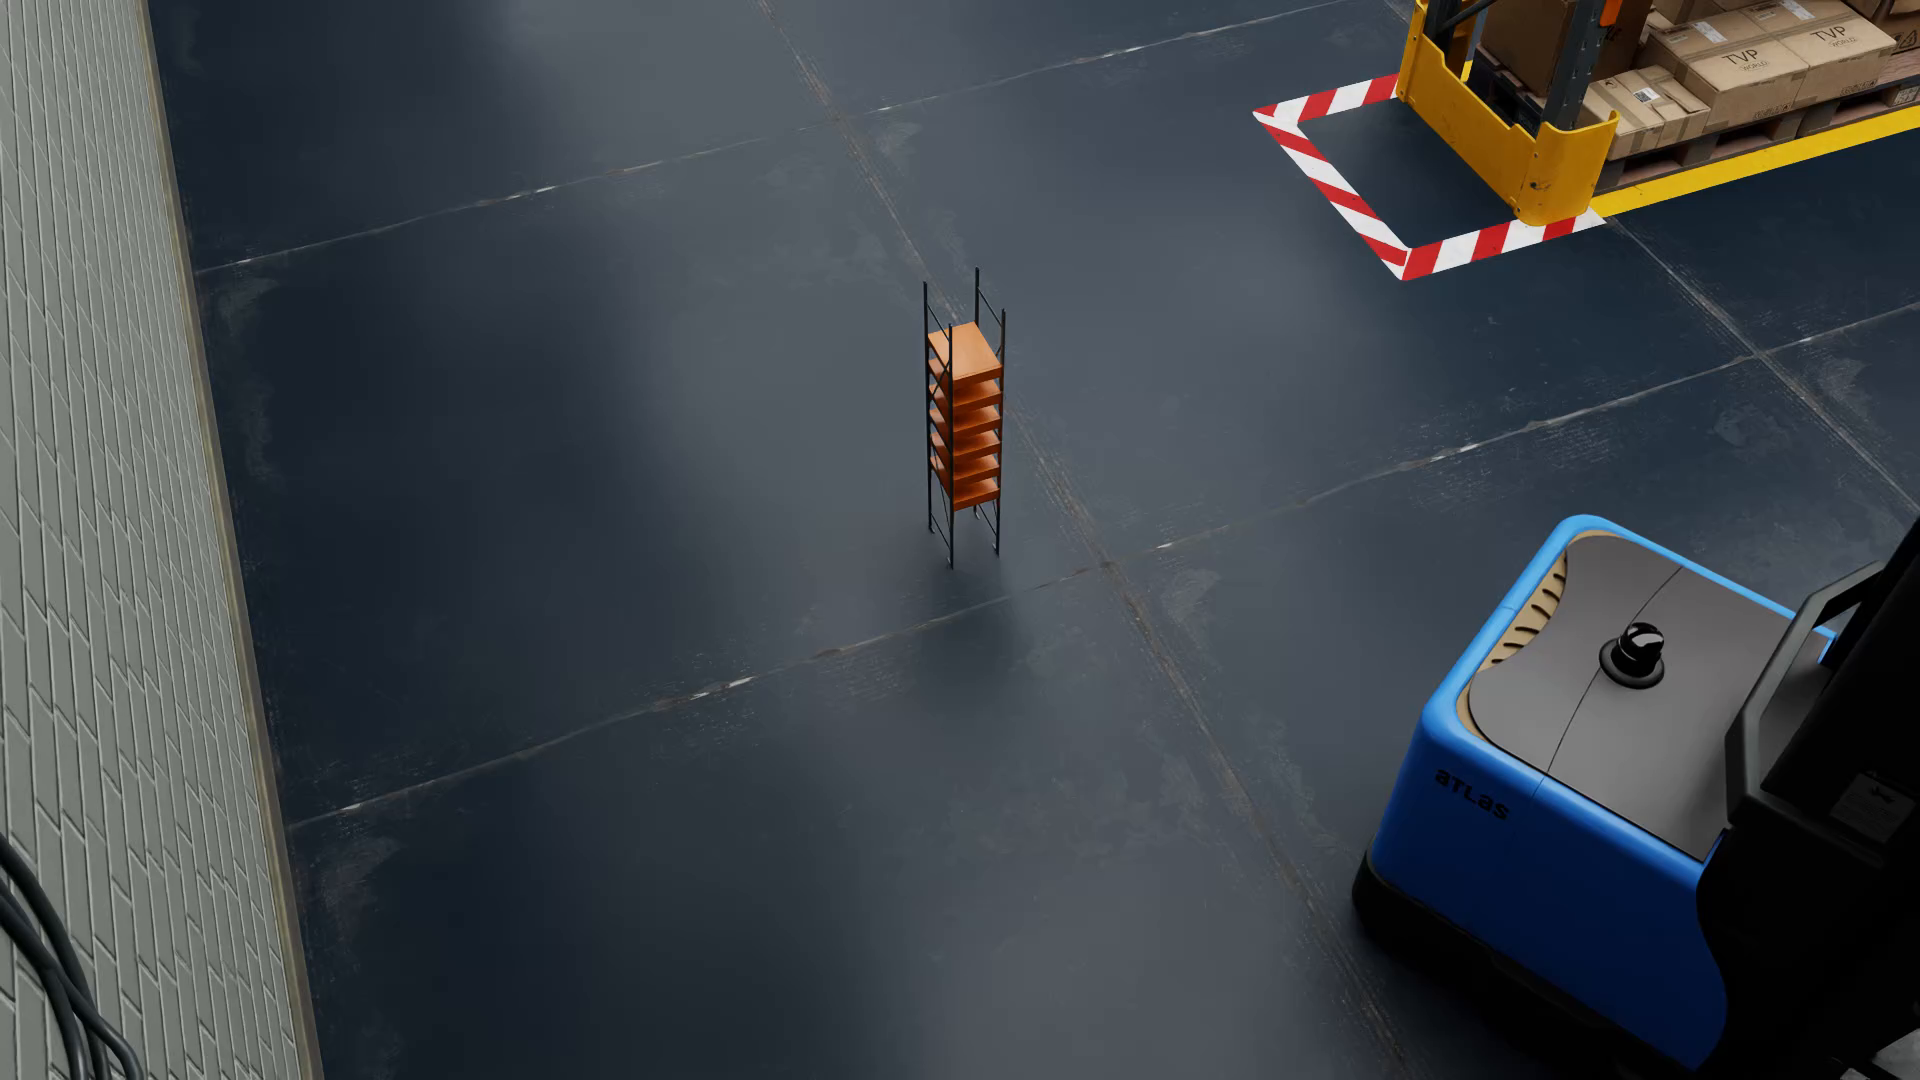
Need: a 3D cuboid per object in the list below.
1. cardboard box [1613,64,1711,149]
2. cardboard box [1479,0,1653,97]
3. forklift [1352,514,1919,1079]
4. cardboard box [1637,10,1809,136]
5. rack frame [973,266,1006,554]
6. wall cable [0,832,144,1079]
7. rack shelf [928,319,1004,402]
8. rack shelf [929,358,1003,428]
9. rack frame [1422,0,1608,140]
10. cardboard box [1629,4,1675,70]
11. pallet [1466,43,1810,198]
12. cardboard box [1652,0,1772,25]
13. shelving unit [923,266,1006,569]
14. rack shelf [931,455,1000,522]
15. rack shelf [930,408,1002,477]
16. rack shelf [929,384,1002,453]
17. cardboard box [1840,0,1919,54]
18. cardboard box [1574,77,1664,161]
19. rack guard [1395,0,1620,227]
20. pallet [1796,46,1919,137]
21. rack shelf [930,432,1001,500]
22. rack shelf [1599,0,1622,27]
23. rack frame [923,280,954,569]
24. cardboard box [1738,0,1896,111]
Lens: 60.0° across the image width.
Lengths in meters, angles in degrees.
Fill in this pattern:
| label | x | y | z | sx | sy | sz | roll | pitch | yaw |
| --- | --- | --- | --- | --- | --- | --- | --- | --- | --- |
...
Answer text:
| label | x | y | z | sx | sy | sz | roll | pitch | yaw |
| --- | --- | --- | --- | --- | --- | --- | --- | --- | --- |
| cardboard box | 3.165 | -1.976 | 7.547 | 0.250 | 0.166 | 0.380 | -17 | 52 | -14 |
| cardboard box | 2.827 | -2.463 | 7.745 | 0.500 | 0.500 | 0.500 | -17 | 52 | -14 |
| forklift | 2.696 | 0.624 | 3.782 | 3.031 | 2.935 | 1.130 | 31 | 56 | 24 |
| cardboard box | 3.490 | -2.152 | 7.644 | 0.500 | 0.250 | 0.500 | -17 | 52 | -14 |
| rack frame | 0.098 | -0.421 | 5.821 | 0.006 | 1.200 | 0.240 | -17 | 52 | -14 |
| wall cable | -1.078 | 1.102 | 1.419 | 0.112 | 2.526 | 3.097 | -17 | 52 | -14 |
| rack shelf | 0.013 | -0.601 | 5.559 | 0.180 | 0.103 | 0.258 | -17 | 52 | -14 |
| rack shelf | 0.013 | -0.522 | 5.650 | 0.180 | 0.103 | 0.258 | -17 | 52 | -14 |
| rack frame | 2.416 | -2.805 | 6.681 | 0.127 | 3.000 | 1.000 | -17 | 52 | -14 |
| cardboard box | 3.236 | -2.407 | 7.917 | 0.250 | 0.166 | 0.380 | -17 | 52 | -14 |
| pallet | 3.224 | -2.147 | 7.955 | 1.213 | 0.211 | 1.003 | -17 | 52 | -14 |
| cardboard box | 3.717 | -2.633 | 8.056 | 0.500 | 0.250 | 0.500 | -17 | 52 | -14 |
| shelving unit | 0.013 | -0.395 | 5.798 | 0.189 | 1.200 | 0.258 | -17 | 52 | -14 |
| rack shelf | 0.013 | -0.210 | 6.014 | 0.180 | 0.103 | 0.258 | -17 | 52 | -14 |
| rack shelf | 0.013 | -0.366 | 5.832 | 0.180 | 0.103 | 0.258 | -17 | 52 | -14 |
| rack shelf | 0.013 | -0.444 | 5.741 | 0.180 | 0.103 | 0.258 | -17 | 52 | -14 |
| cardboard box | 4.382 | -2.740 | 7.981 | 0.637 | 0.503 | 0.797 | -17 | 52 | -14 |
| cardboard box | 2.934 | -1.898 | 7.492 | 0.250 | 0.149 | 0.380 | -17 | 52 | -14 |
| rack guard | 2.487 | -2.012 | 7.649 | 0.348 | 0.500 | 1.175 | -17 | 52 | -14 |
| pallet | 4.352 | -2.494 | 8.253 | 1.213 | 0.211 | 1.003 | -17 | 52 | -14 |
| rack shelf | 0.013 | -0.288 | 5.923 | 0.180 | 0.103 | 0.258 | -17 | 52 | -14 |
| rack shelf | 4.268 | -3.144 | 7.447 | 4.000 | 0.370 | 1.077 | -17 | 52 | -14 |
| rack frame | -0.071 | -0.369 | 5.776 | 0.006 | 1.200 | 0.240 | -17 | 52 | -14 |
| cardboard box | 3.953 | -2.296 | 7.767 | 0.500 | 0.250 | 0.500 | -17 | 52 | -14 |
